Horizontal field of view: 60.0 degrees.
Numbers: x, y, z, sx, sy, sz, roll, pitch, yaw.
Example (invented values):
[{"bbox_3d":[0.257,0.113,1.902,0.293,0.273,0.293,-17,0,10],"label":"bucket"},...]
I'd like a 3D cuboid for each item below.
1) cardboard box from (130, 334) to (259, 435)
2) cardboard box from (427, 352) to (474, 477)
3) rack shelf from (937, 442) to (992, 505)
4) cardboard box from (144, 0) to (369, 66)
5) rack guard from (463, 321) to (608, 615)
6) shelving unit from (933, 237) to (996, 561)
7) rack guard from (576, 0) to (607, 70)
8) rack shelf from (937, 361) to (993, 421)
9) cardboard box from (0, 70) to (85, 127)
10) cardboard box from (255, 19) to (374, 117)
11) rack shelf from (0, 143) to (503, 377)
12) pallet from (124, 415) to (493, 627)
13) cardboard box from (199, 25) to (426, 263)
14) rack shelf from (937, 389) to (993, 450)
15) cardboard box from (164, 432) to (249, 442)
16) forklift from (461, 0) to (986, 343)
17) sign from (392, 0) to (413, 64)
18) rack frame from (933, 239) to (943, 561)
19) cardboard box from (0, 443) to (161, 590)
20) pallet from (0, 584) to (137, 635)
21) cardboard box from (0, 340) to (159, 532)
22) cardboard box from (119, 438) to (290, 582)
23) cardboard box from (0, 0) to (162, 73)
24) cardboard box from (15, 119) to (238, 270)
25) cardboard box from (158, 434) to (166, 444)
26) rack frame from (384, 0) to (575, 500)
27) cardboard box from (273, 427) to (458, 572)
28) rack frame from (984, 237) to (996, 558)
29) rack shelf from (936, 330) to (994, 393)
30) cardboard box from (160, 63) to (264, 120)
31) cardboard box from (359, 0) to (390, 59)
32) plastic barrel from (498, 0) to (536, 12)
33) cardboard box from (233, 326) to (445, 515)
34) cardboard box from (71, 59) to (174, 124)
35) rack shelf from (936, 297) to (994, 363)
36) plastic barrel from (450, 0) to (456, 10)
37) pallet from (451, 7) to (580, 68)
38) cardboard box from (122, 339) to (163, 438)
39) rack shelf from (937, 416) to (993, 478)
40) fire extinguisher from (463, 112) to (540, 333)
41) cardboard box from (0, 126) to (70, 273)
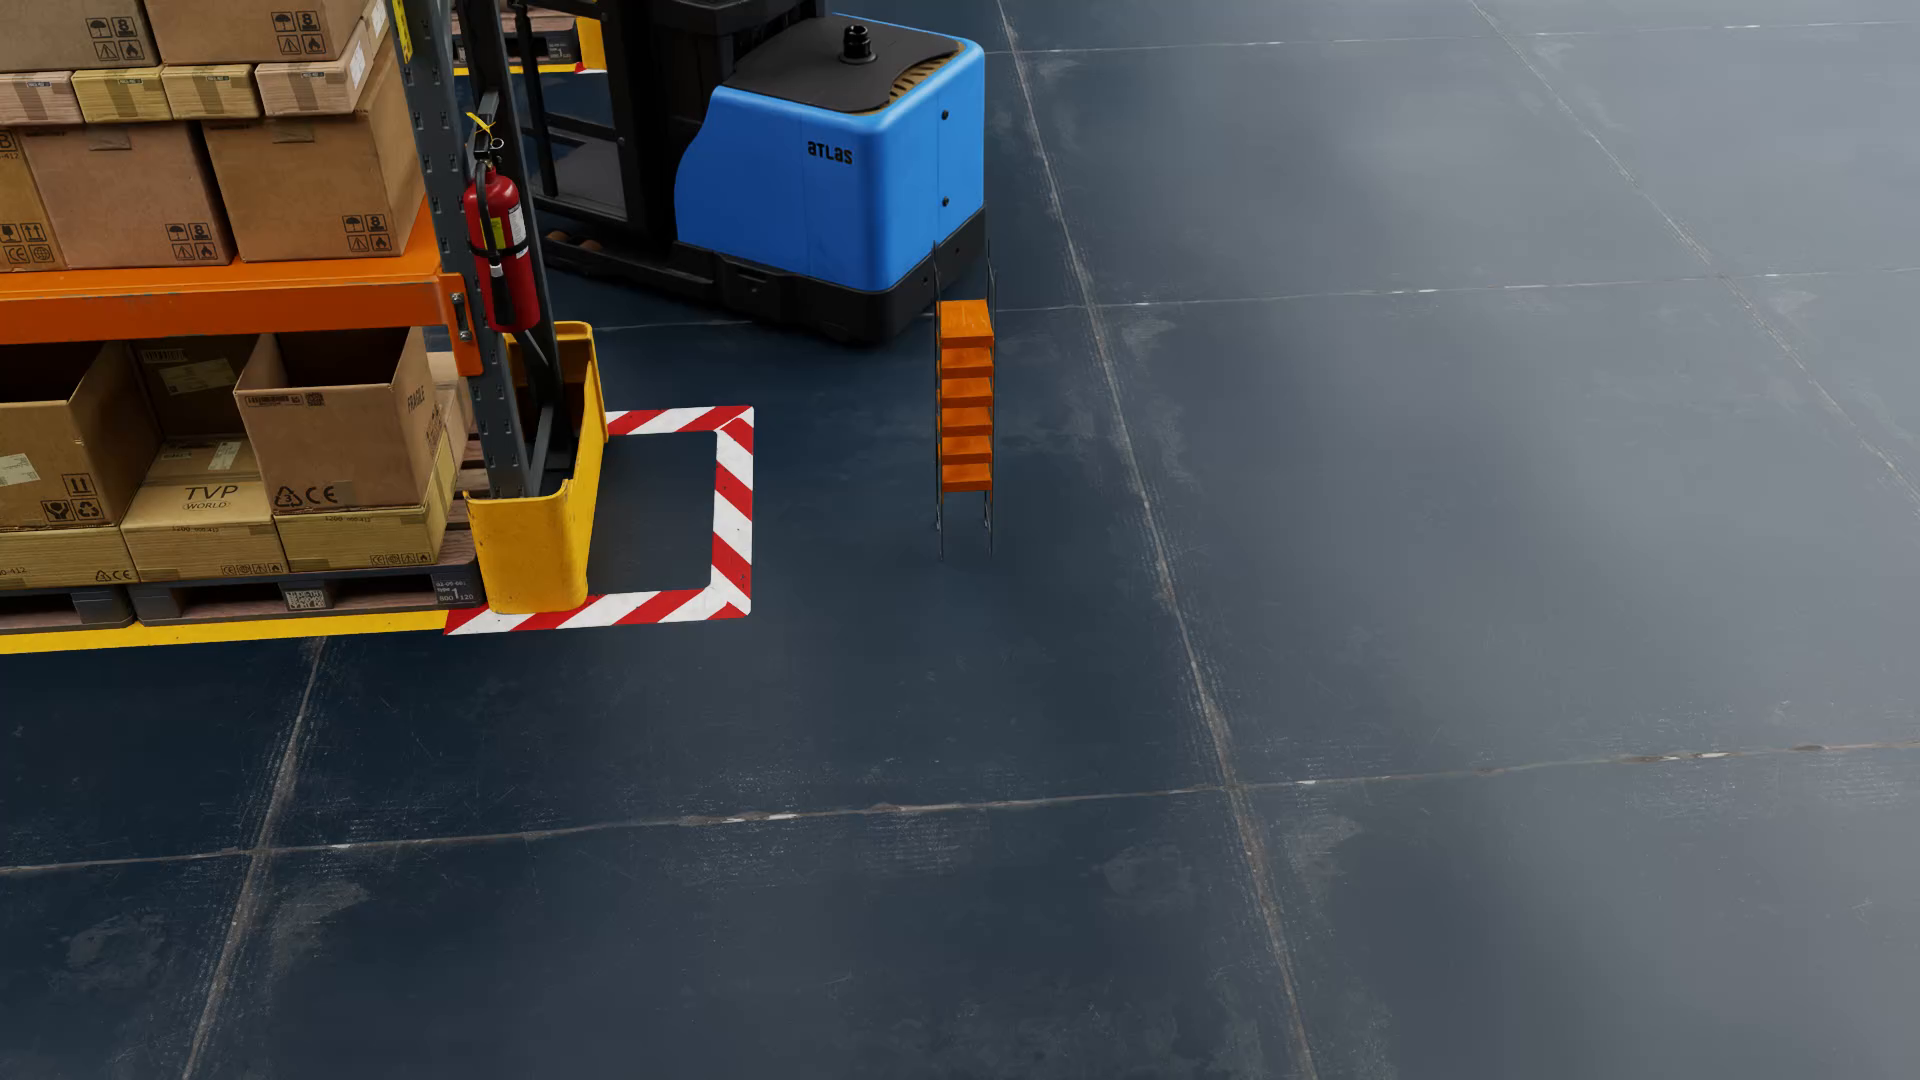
[{"bbox_3d":[-2.638,-0.736,6.036,0.500,0.500,0.500,-3,38,-4],"label":"cardboard box"},{"bbox_3d":[-2.141,-0.470,6.305,0.500,0.250,0.500,-3,38,-4],"label":"cardboard box"},{"bbox_3d":[0.014,-0.249,6.056,0.180,0.103,0.258,-3,38,-4],"label":"rack shelf"},{"bbox_3d":[-2.106,-1.805,4.988,0.500,0.500,0.700,-3,38,-4],"label":"cardboard box"},{"bbox_3d":[-1.563,-0.297,6.223,0.348,0.500,1.175,-3,38,-4],"label":"rack guard"},{"bbox_3d":[0.014,-0.472,5.879,0.189,1.200,0.258,-3,38,-4],"label":"shelving unit"},{"bbox_3d":[-2.093,-3.319,10.052,0.348,0.500,1.175,-3,38,-4],"label":"rack guard"},{"bbox_3d":[0.014,-0.531,5.833,0.180,0.103,0.258,-3,38,-4],"label":"rack shelf"},{"bbox_3d":[-2.716,-1.390,4.986,0.250,0.149,0.380,-3,38,-3],"label":"cardboard box"},{"bbox_3d":[-1.950,-1.432,5.039,0.250,0.149,0.380,-4,38,-5],"label":"cardboard box"},{"bbox_3d":[-3.579,-0.885,5.530,4.000,0.370,1.077,-3,38,-4],"label":"rack shelf"},{"bbox_3d":[-2.345,-0.114,6.224,1.213,0.211,1.003,-3,38,-4],"label":"pallet"},{"bbox_3d":[-2.053,-1.298,5.393,0.500,0.500,0.700,-3,38,-4],"label":"cardboard box"},{"bbox_3d":[0.014,-0.437,5.907,0.180,0.103,0.258,-3,38,-4],"label":"rack shelf"},{"bbox_3d":[-2.638,-0.440,6.267,0.500,0.250,0.500,-3,38,-4],"label":"cardboard box"},{"bbox_3d":[-1.423,-2.656,7.250,3.031,2.935,1.130,18,42,22],"label":"forklift"},{"bbox_3d":[-1.552,-1.489,4.589,0.005,0.325,0.100,-3,38,-4],"label":"sign"},{"bbox_3d":[-0.077,-0.467,5.873,0.006,1.200,0.240,-3,38,-4],"label":"rack frame"},{"bbox_3d":[-3.090,-0.087,5.820,0.500,0.250,0.500,-3,38,-4],"label":"cardboard box"},{"bbox_3d":[-3.557,-0.049,6.142,1.213,0.211,1.003,-3,38,-4],"label":"pallet"},{"bbox_3d":[-3.089,-0.380,5.585,0.500,0.500,0.500,-3,38,-4],"label":"cardboard box"},{"bbox_3d":[-2.592,-0.116,5.856,0.500,0.250,0.500,-3,38,-4],"label":"cardboard box"},{"bbox_3d":[-2.629,-1.773,4.947,0.500,0.500,0.700,-4,38,-5],"label":"cardboard box"},{"bbox_3d":[-2.575,-1.267,5.353,0.500,0.500,0.700,-2,38,-3],"label":"cardboard box"},{"bbox_3d":[-3.136,-0.413,6.233,0.500,0.250,0.500,-3,38,-4],"label":"cardboard box"},{"bbox_3d":[-1.587,-1.277,5.447,0.127,3.000,1.000,-3,38,-4],"label":"rack frame"},{"bbox_3d":[-2.095,-0.150,5.900,0.500,0.250,0.500,-3,38,-4],"label":"cardboard box"},{"bbox_3d":[0.106,-0.477,5.886,0.006,1.200,0.240,-3,38,-4],"label":"rack frame"},{"bbox_3d":[0.014,-0.625,5.758,0.180,0.103,0.258,-3,38,-4],"label":"rack shelf"},{"bbox_3d":[-2.211,-1.417,5.020,0.250,0.149,0.380,-2,38,-3],"label":"cardboard box"},{"bbox_3d":[-1.997,-1.682,5.356,0.250,0.149,0.380,-3,38,-4],"label":"cardboard box"},{"bbox_3d":[-2.670,-3.438,9.855,0.421,0.512,0.421,0,38,0],"label":"plastic barrel"},{"bbox_3d":[-2.095,-0.444,5.666,0.500,0.500,0.500,-3,38,-4],"label":"cardboard box"},{"bbox_3d":[-2.466,-1.403,5.002,0.250,0.149,0.380,-4,38,-5],"label":"cardboard box"},{"bbox_3d":[0.014,-0.720,5.684,0.180,0.103,0.258,-3,38,-4],"label":"rack shelf"},{"bbox_3d":[-3.170,-3.411,9.820,0.421,0.512,0.421,0,38,0],"label":"plastic barrel"},{"bbox_3d":[-2.903,-3.164,10.090,1.213,0.211,1.003,-3,38,-4],"label":"pallet"},{"bbox_3d":[-3.135,-0.700,5.992,0.500,0.500,0.500,-3,38,-4],"label":"cardboard box"},{"bbox_3d":[0.014,-0.343,5.981,0.180,0.103,0.258,-3,38,-4],"label":"rack shelf"},{"bbox_3d":[-1.428,-0.966,5.116,0.183,0.674,0.296,-3,38,-4],"label":"fire extinguisher"},{"bbox_3d":[-3.071,-1.243,5.323,0.500,0.500,0.700,-3,38,-4],"label":"cardboard box"}]
